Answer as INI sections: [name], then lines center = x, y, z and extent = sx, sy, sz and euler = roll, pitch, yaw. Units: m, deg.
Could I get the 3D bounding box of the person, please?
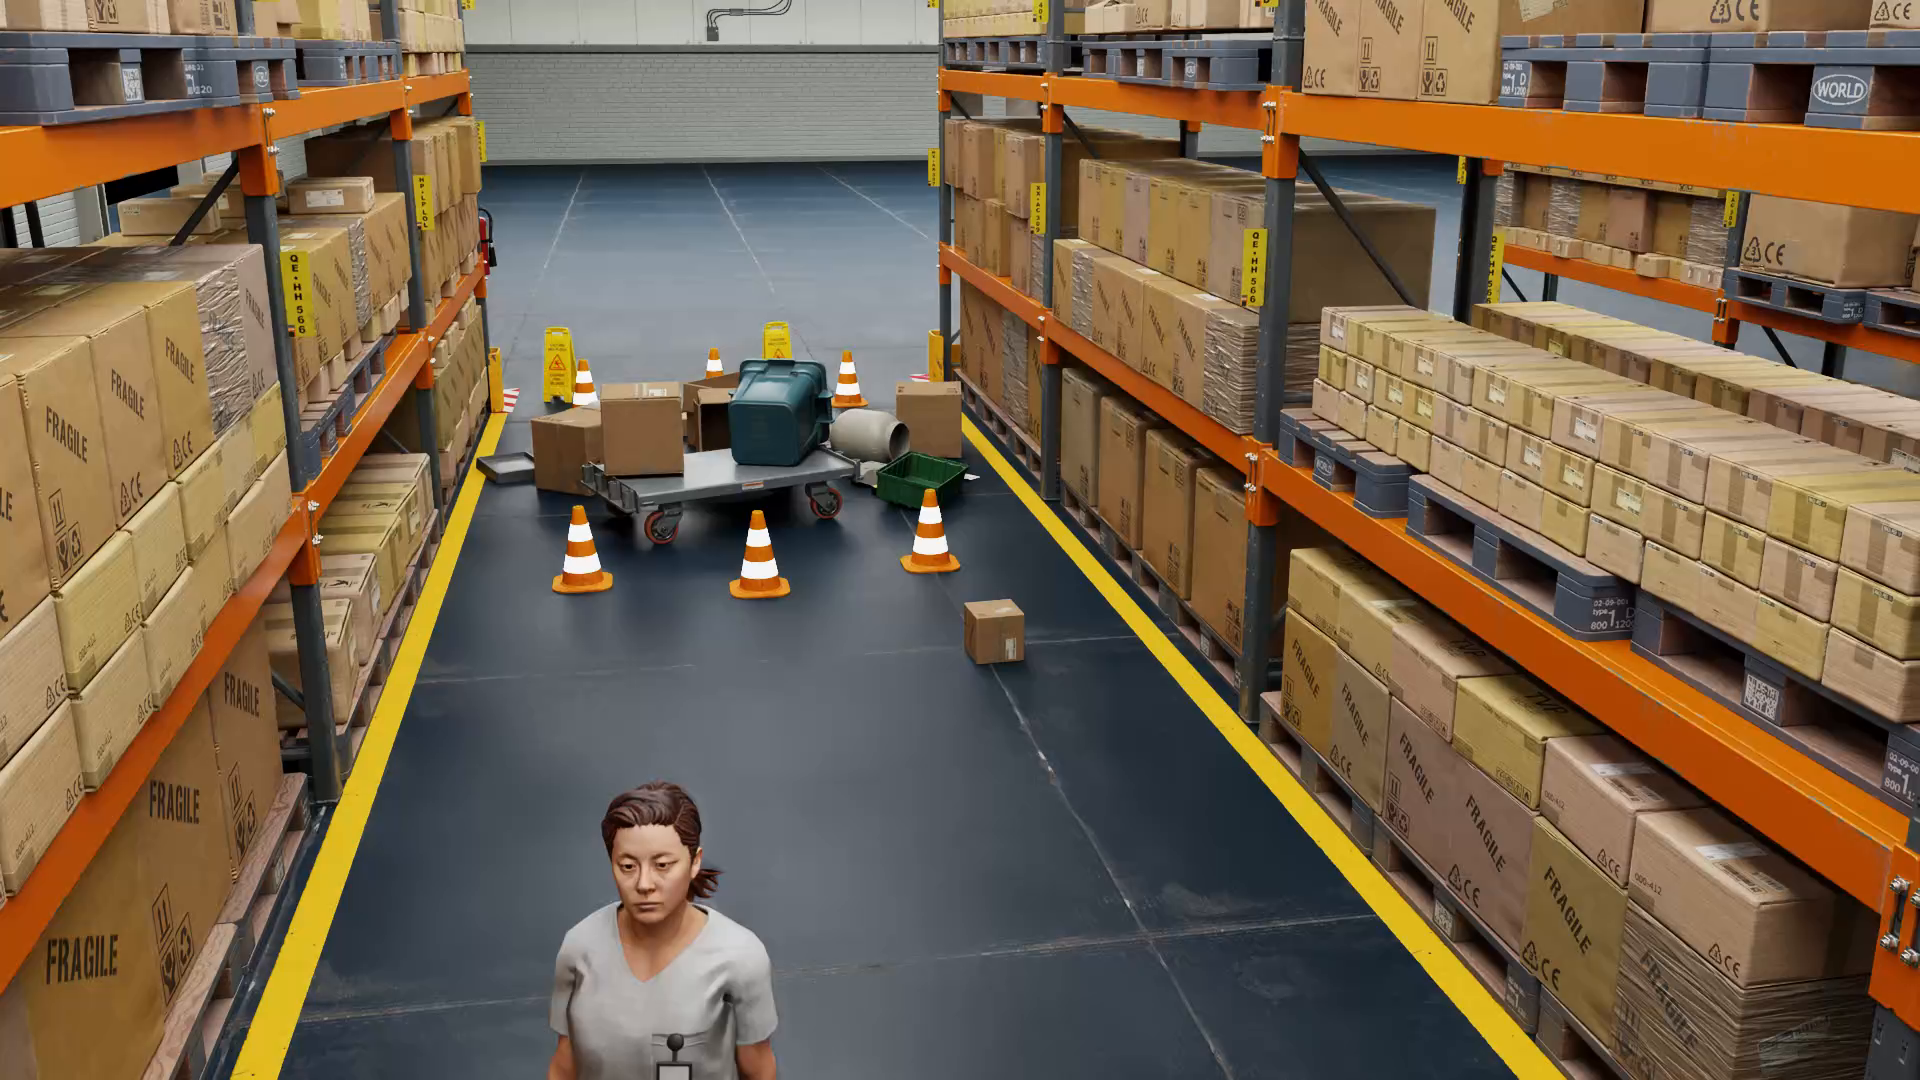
[person]
center = -0.580, 1.249, 3.295
extent = 0.436, 1.632, 0.898
euler = 3, 17, 12
